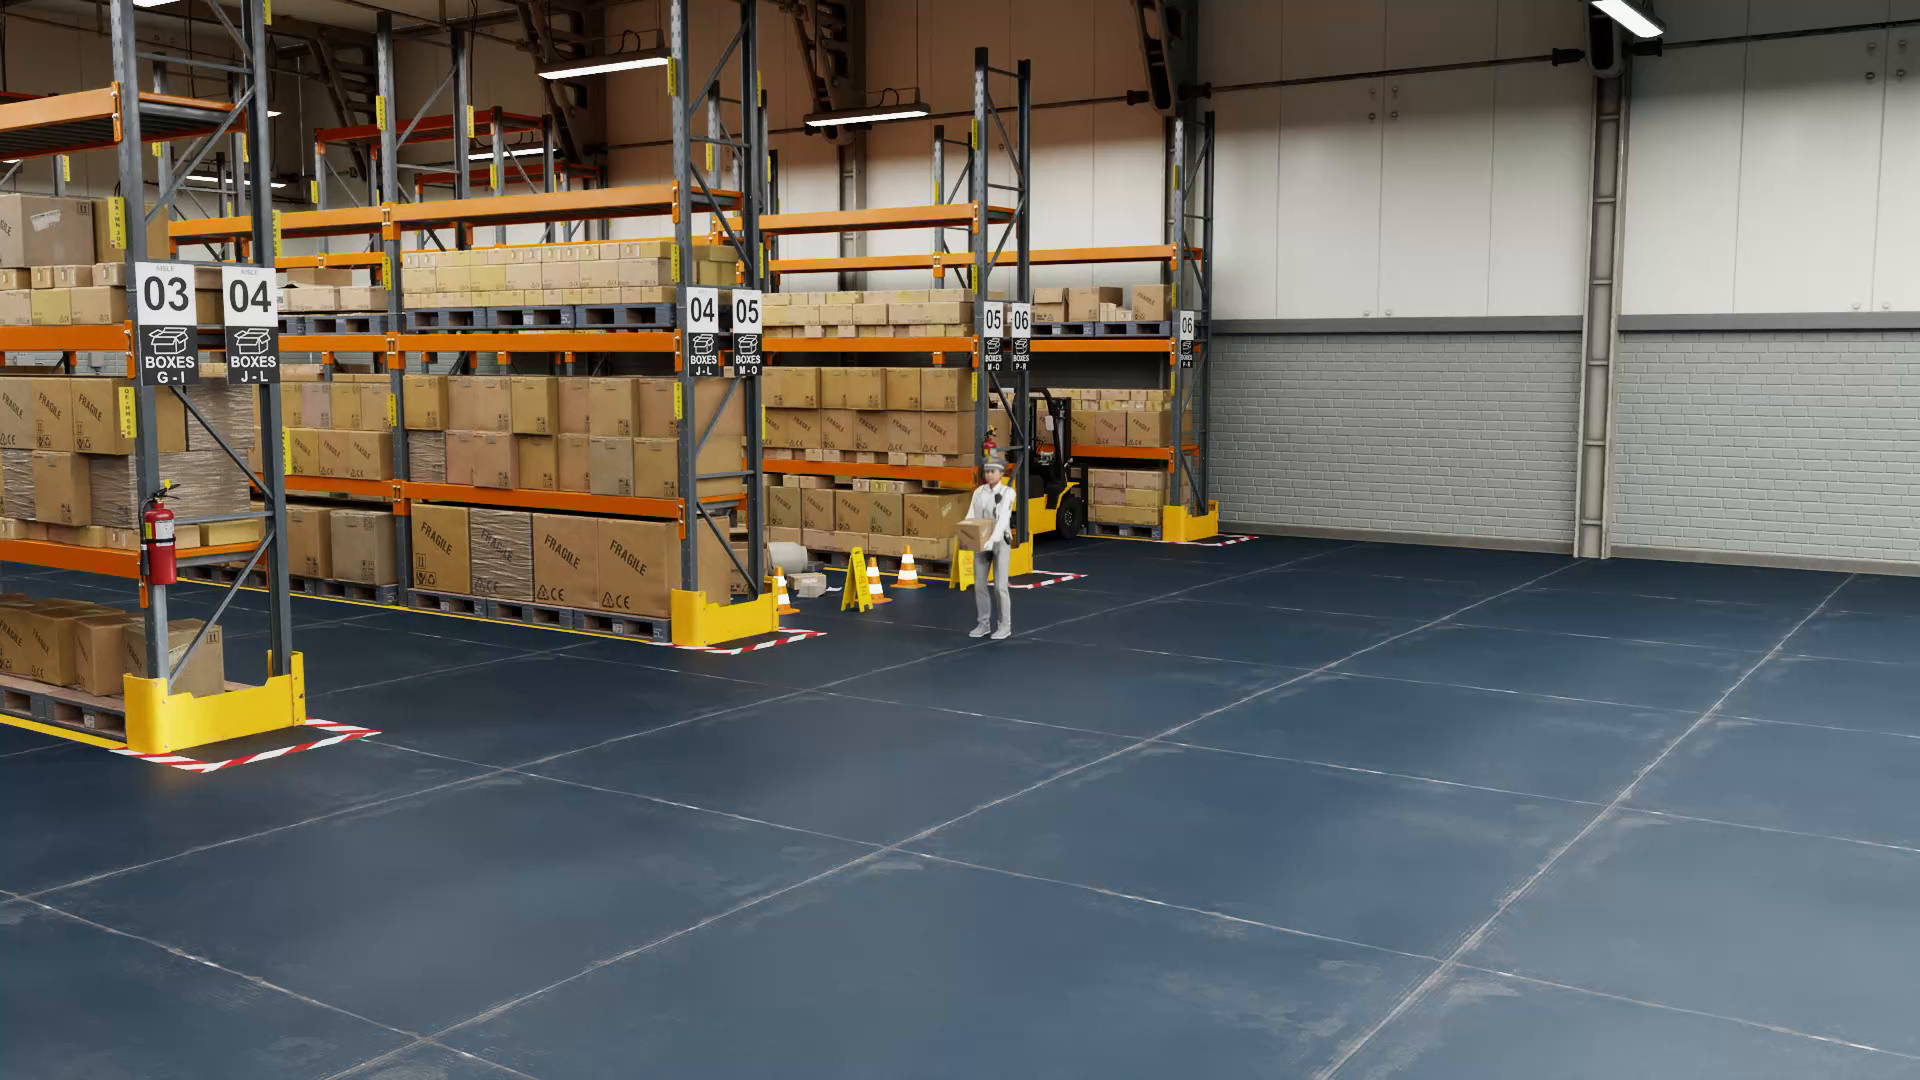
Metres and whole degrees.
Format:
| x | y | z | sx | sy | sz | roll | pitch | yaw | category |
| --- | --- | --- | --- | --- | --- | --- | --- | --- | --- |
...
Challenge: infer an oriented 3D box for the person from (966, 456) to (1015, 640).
| x | y | z | sx | sy | sz | roll | pitch | yaw | category |
| --- | --- | --- | --- | --- | --- | --- | --- | --- | --- |
| 0.248 | 0.069 | 15.301 | 0.433 | 1.691 | 0.515 | 4 | 8 | 33 | person |
